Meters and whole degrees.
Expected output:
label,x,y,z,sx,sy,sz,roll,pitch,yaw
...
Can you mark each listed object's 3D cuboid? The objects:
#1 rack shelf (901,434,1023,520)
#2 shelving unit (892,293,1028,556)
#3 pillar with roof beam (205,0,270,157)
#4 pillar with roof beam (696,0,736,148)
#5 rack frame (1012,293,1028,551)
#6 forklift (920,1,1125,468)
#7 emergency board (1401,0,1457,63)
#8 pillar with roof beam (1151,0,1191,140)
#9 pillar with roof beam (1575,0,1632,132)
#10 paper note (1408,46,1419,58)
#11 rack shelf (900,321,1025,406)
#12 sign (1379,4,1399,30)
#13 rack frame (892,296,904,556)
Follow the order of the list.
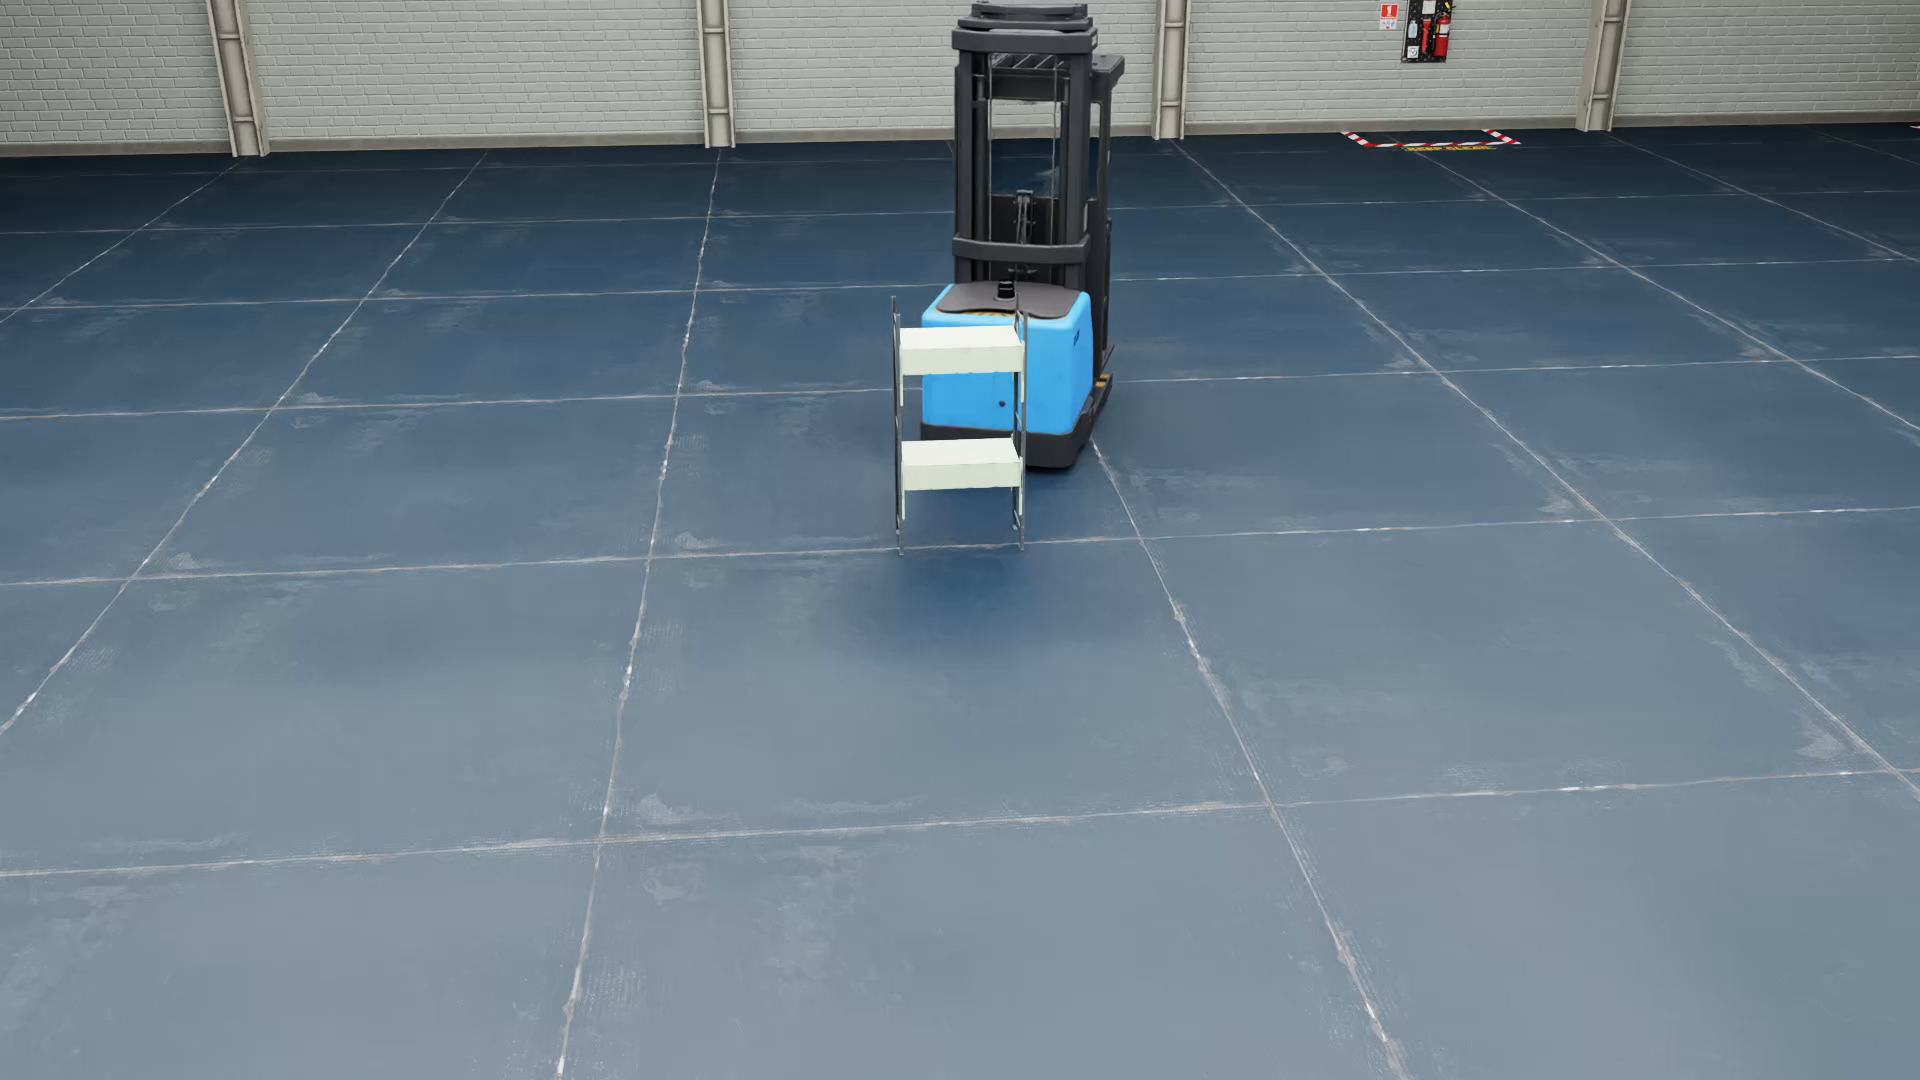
label,x,y,z,sx,sy,sz,roll,pitch,yaw
rack shelf,-0.007,-0.387,10.077,0.720,0.370,0.431,-2,24,-5
shelving unit,-0.007,-0.685,9.945,0.755,1.500,0.431,-2,24,-5
pillar with roof beam,-8.712,-7.352,15.711,0.400,9.000,9.100,-2,24,-5
pillar with roof beam,-2.741,-7.591,16.250,0.400,9.000,9.100,-2,24,-5
rack frame,0.358,-0.700,9.978,0.023,1.500,0.400,-2,24,-5
forklift,0.555,-2.394,12.028,1.130,2.935,3.031,5,24,12
emergency board,6.314,-6.986,22.274,0.643,1.169,0.194,-2,24,-5
pillar with roof beam,3.229,-7.831,16.789,0.400,9.000,9.100,-2,24,-5
pillar with roof beam,9.200,-8.070,17.328,0.400,9.000,9.100,-2,24,-5
paper note,6.131,-6.604,22.499,0.142,0.148,0.016,-2,24,-5
rack shelf,-0.007,-1.042,9.786,0.720,0.370,0.431,-2,24,-5
sign,5.754,-7.022,22.311,0.234,0.329,0.001,-2,24,-5
rack frame,-0.371,-0.670,9.912,0.023,1.500,0.400,-2,24,-5
